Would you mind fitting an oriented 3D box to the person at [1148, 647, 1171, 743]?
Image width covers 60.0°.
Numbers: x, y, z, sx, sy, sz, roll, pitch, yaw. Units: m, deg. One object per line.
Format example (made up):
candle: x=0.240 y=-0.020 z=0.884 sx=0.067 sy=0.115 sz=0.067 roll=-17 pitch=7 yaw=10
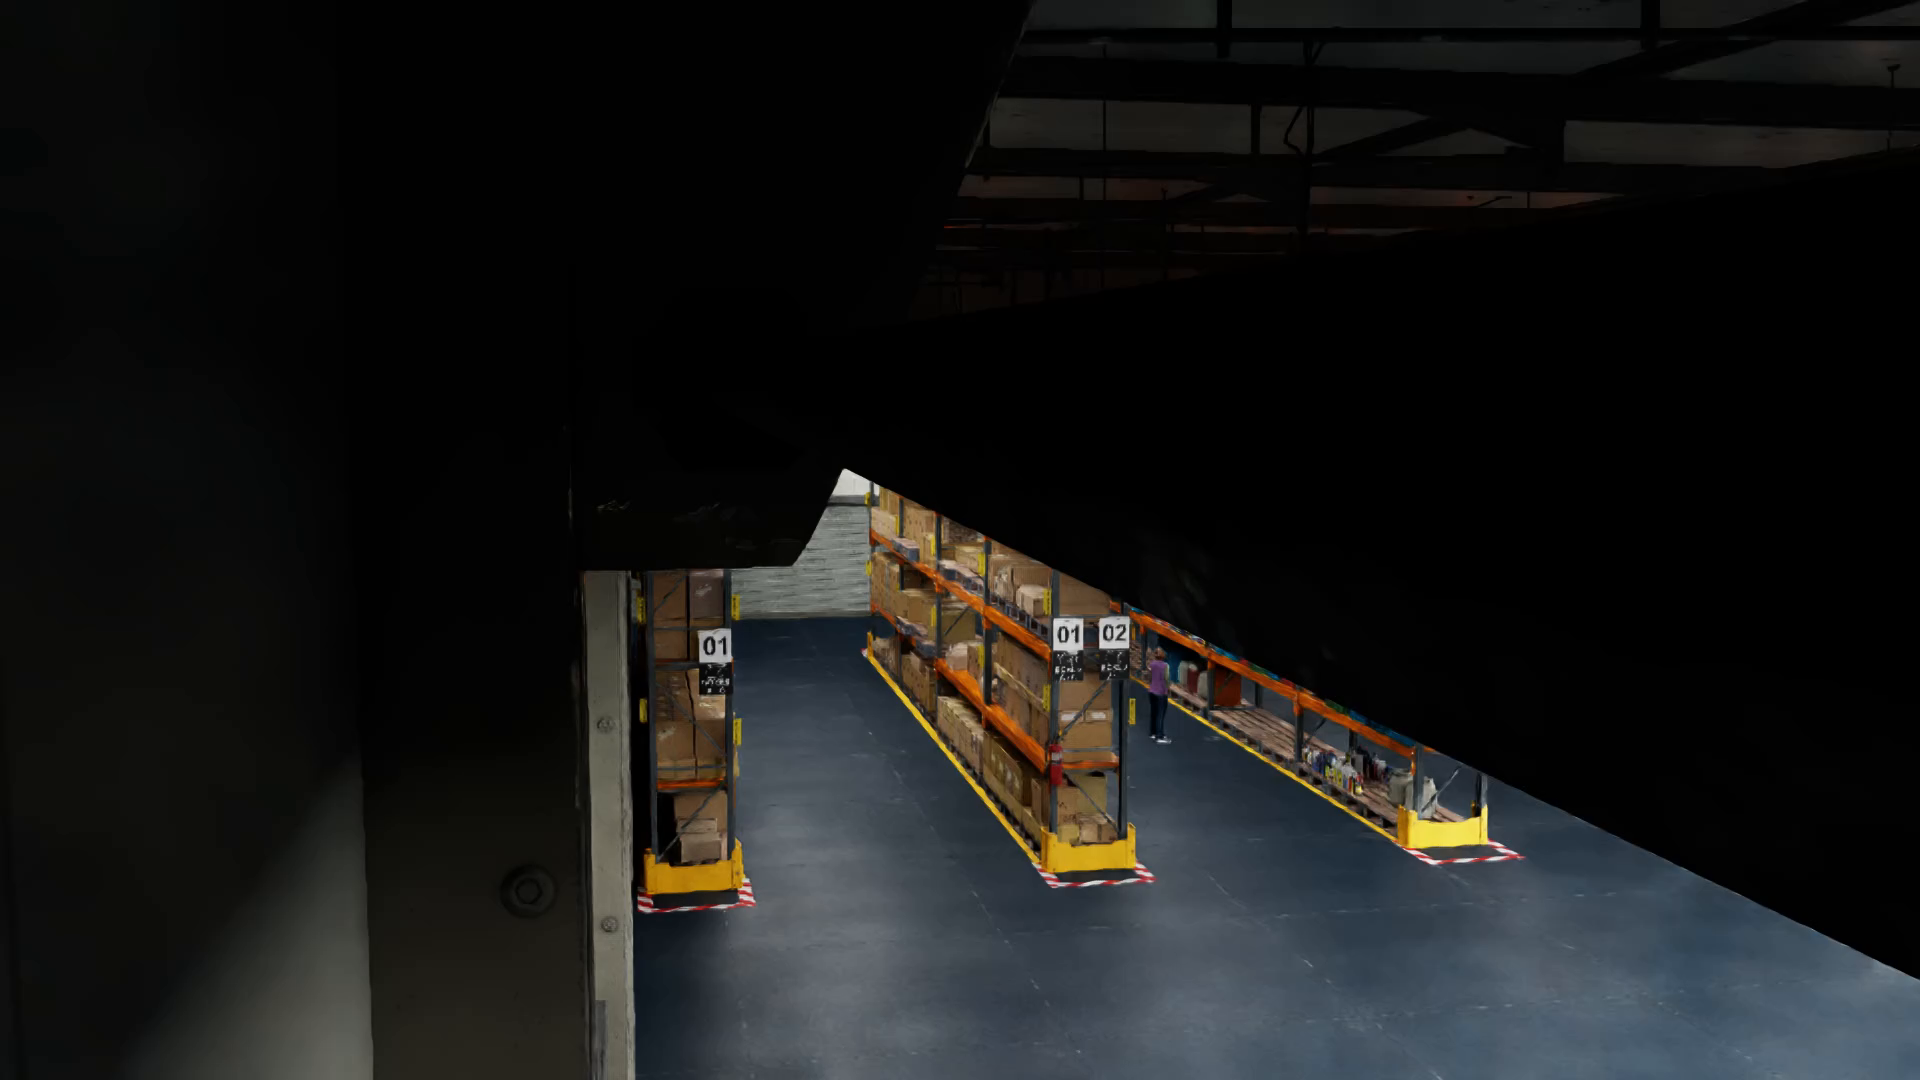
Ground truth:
person: x=3.377 y=2.657 z=28.049 sx=0.399 sy=1.484 sz=0.469 roll=-5 pitch=8 yaw=-42
